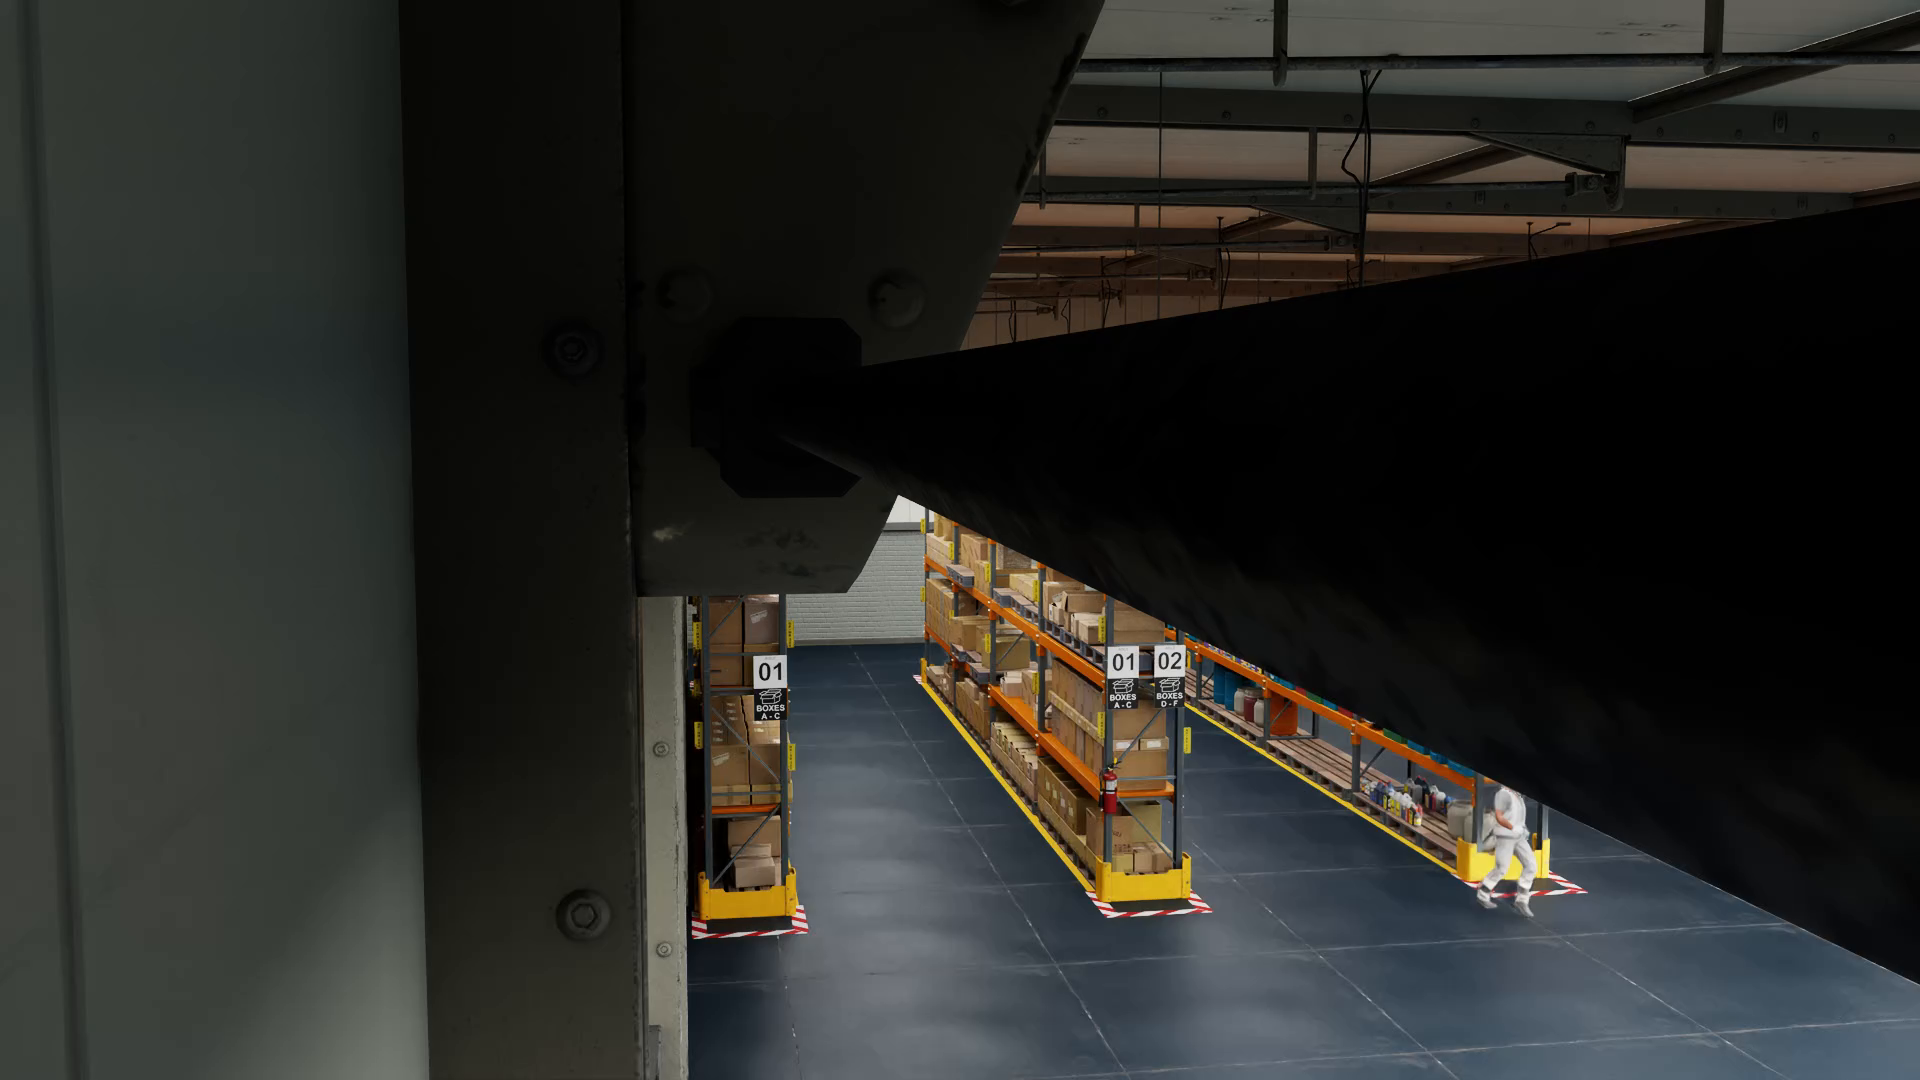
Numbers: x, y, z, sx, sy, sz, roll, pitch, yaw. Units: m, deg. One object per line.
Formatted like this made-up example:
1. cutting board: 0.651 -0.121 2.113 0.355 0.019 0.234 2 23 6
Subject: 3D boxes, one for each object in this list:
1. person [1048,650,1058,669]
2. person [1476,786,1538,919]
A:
1. person: 1.948 2.212 34.745 0.593 1.726 0.765 -1 5 -14
2. person: 6.772 3.658 20.335 0.735 1.788 0.705 -5 7 -43
